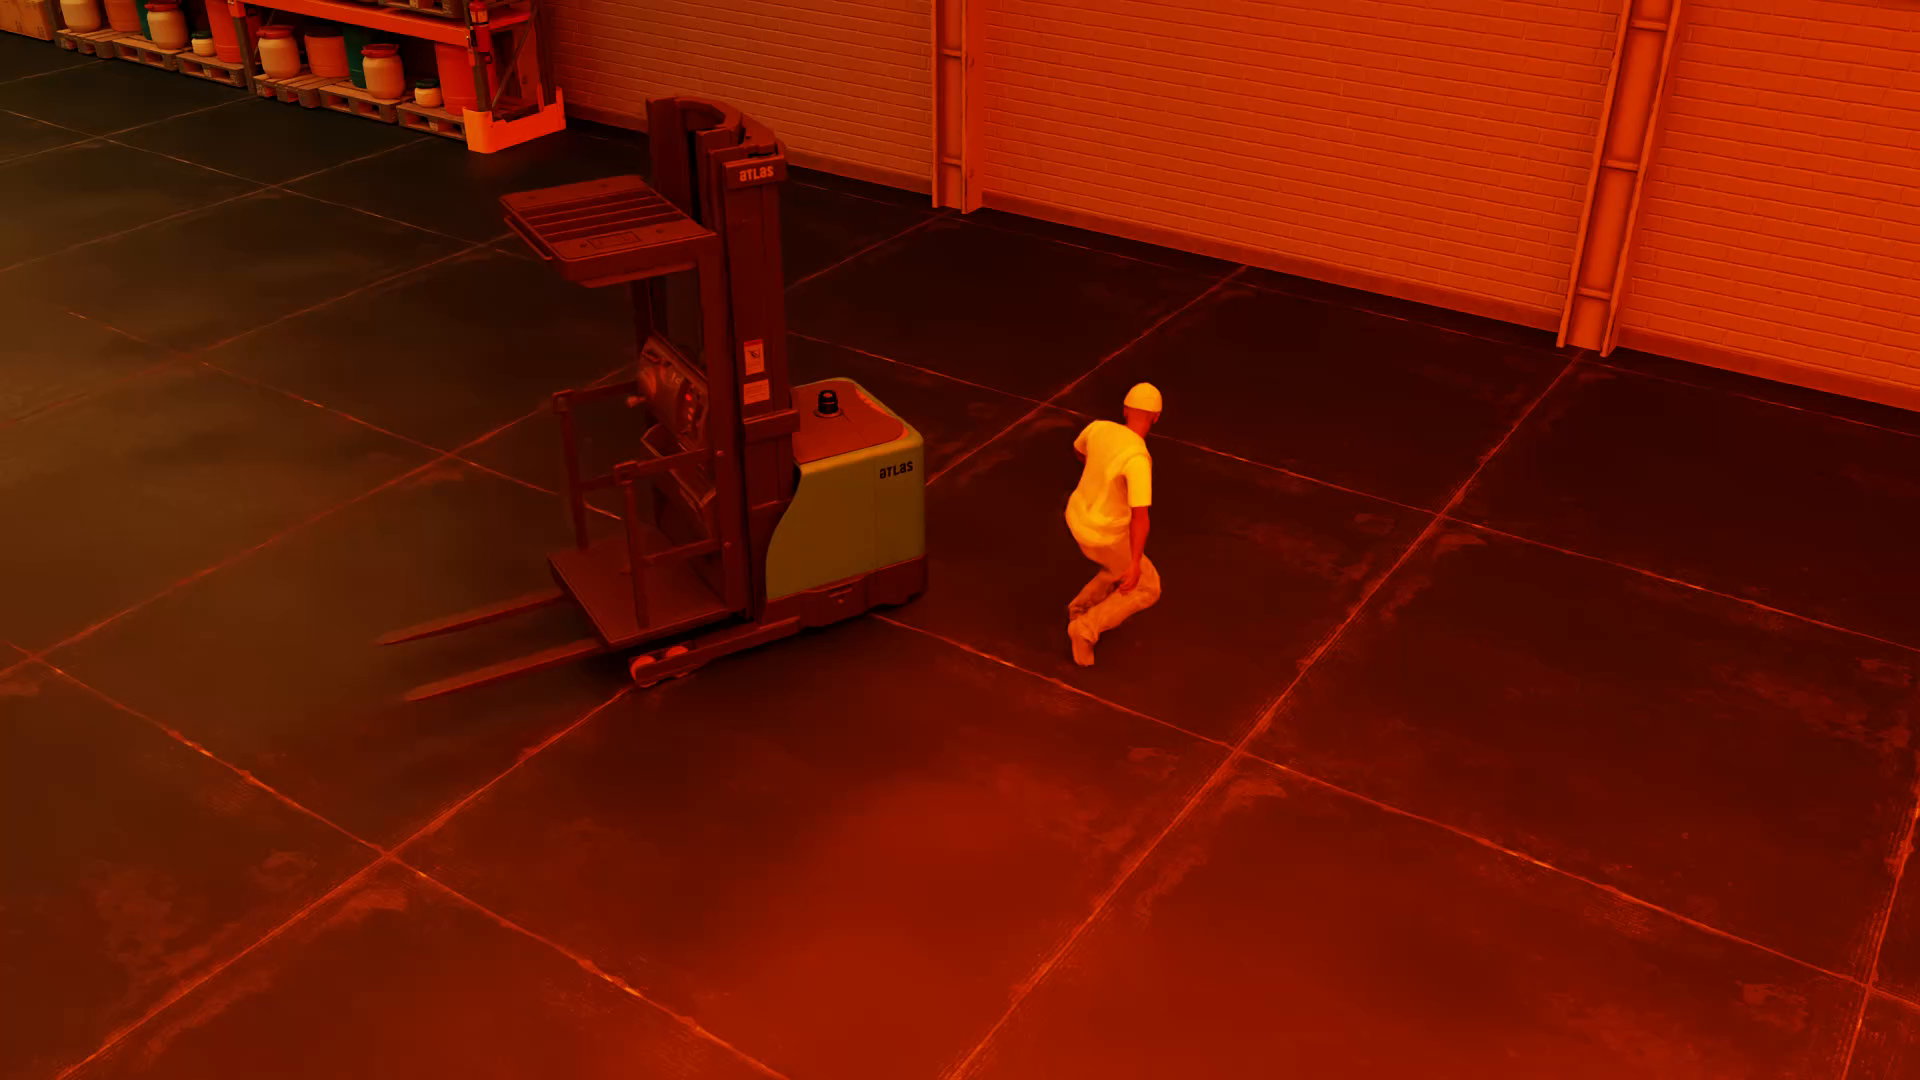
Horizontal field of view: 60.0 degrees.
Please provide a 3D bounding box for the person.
[{"bbox_3d":[0.837,-0.065,9.093,0.535,1.617,1.018,-6,31,-10],"label":"person"}]

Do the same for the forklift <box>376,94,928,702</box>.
[{"bbox_3d":[-1.724,-0.766,8.901,3.031,2.935,1.130,-16,34,-26],"label":"forklift"}]
